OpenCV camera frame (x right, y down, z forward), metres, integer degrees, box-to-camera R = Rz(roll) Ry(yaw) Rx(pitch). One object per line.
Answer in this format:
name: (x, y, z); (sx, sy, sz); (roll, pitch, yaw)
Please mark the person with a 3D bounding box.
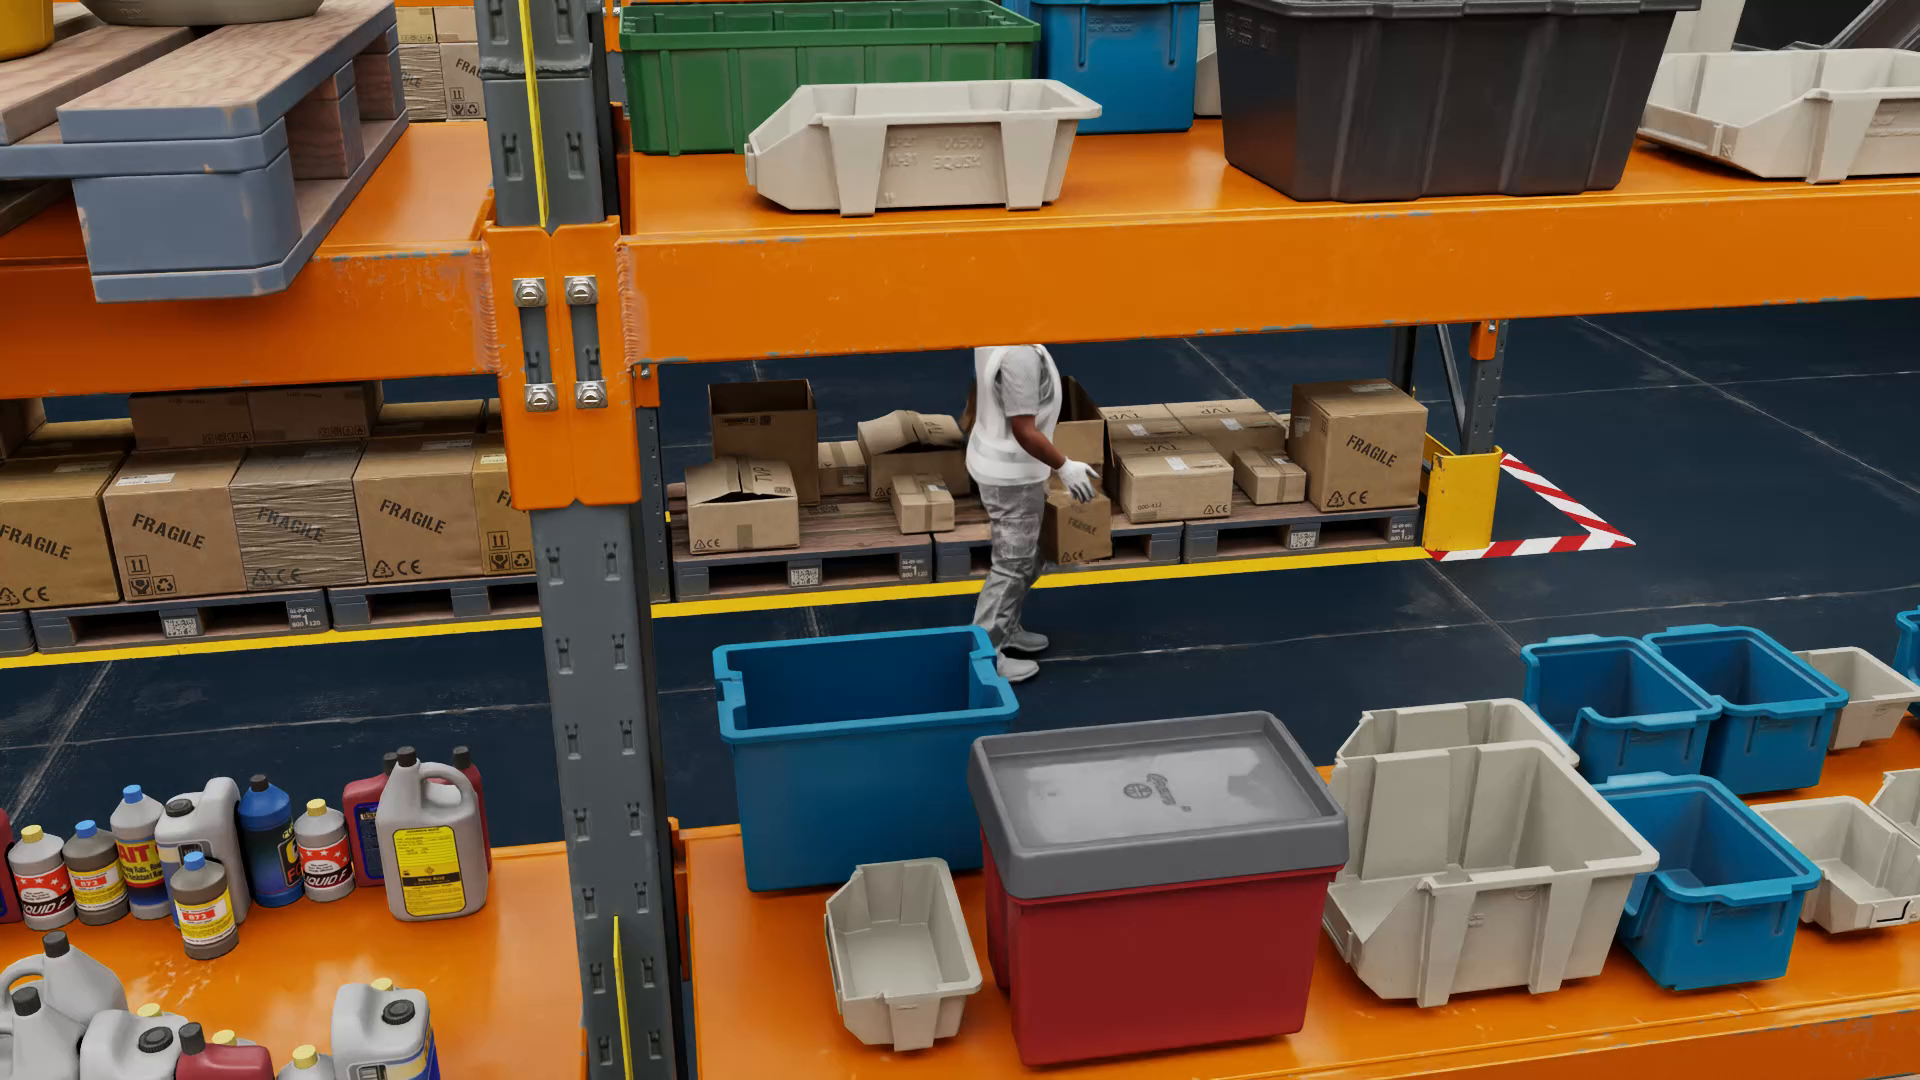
person: (0.262, -0.282, 6.748); (0.509, 1.771, 0.646); (-3, 23, -8)
